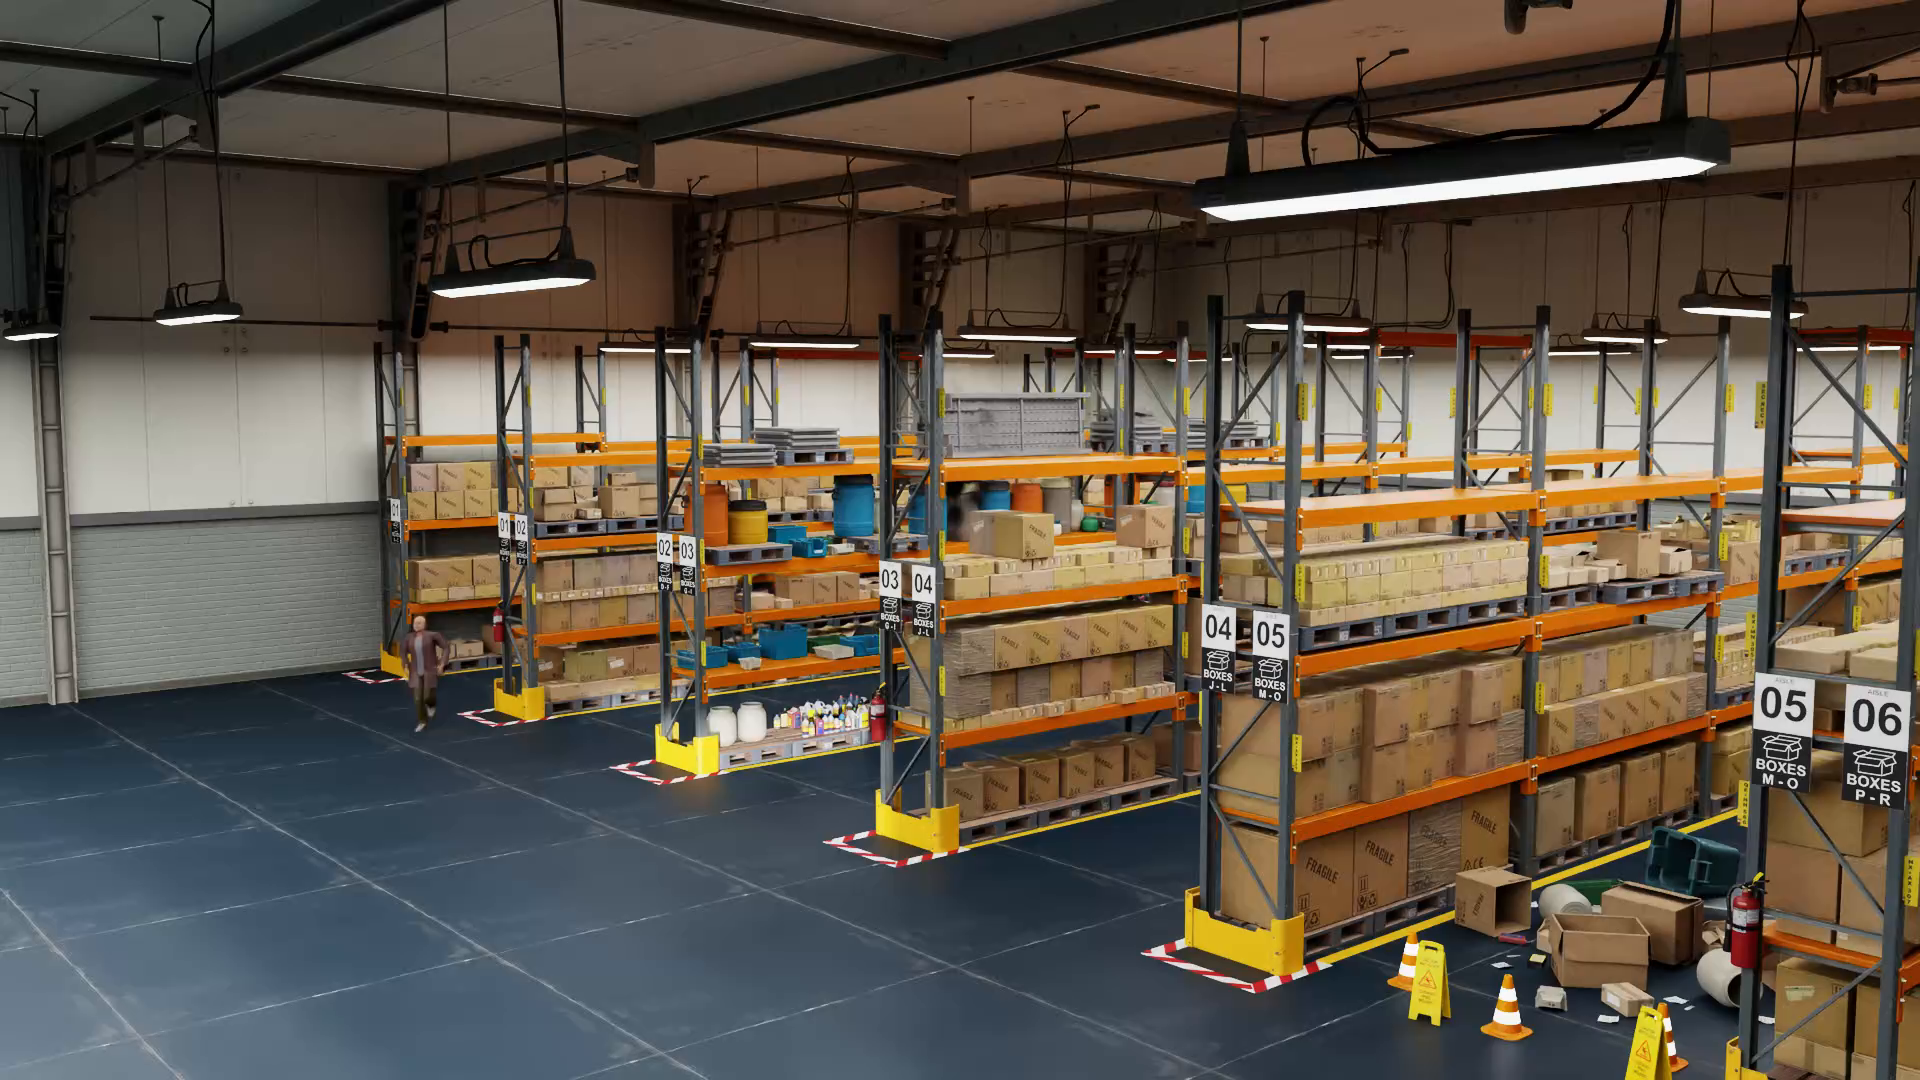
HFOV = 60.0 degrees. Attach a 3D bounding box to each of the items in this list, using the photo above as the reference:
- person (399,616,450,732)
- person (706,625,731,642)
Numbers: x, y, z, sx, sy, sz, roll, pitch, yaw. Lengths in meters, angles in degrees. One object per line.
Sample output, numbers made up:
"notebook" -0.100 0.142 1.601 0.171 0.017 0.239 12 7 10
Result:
"person" -8.125 2.016 25.231 0.738 1.753 0.706 0 5 0
"person" -4.511 1.448 30.838 0.922 1.781 0.692 -4 7 -38
